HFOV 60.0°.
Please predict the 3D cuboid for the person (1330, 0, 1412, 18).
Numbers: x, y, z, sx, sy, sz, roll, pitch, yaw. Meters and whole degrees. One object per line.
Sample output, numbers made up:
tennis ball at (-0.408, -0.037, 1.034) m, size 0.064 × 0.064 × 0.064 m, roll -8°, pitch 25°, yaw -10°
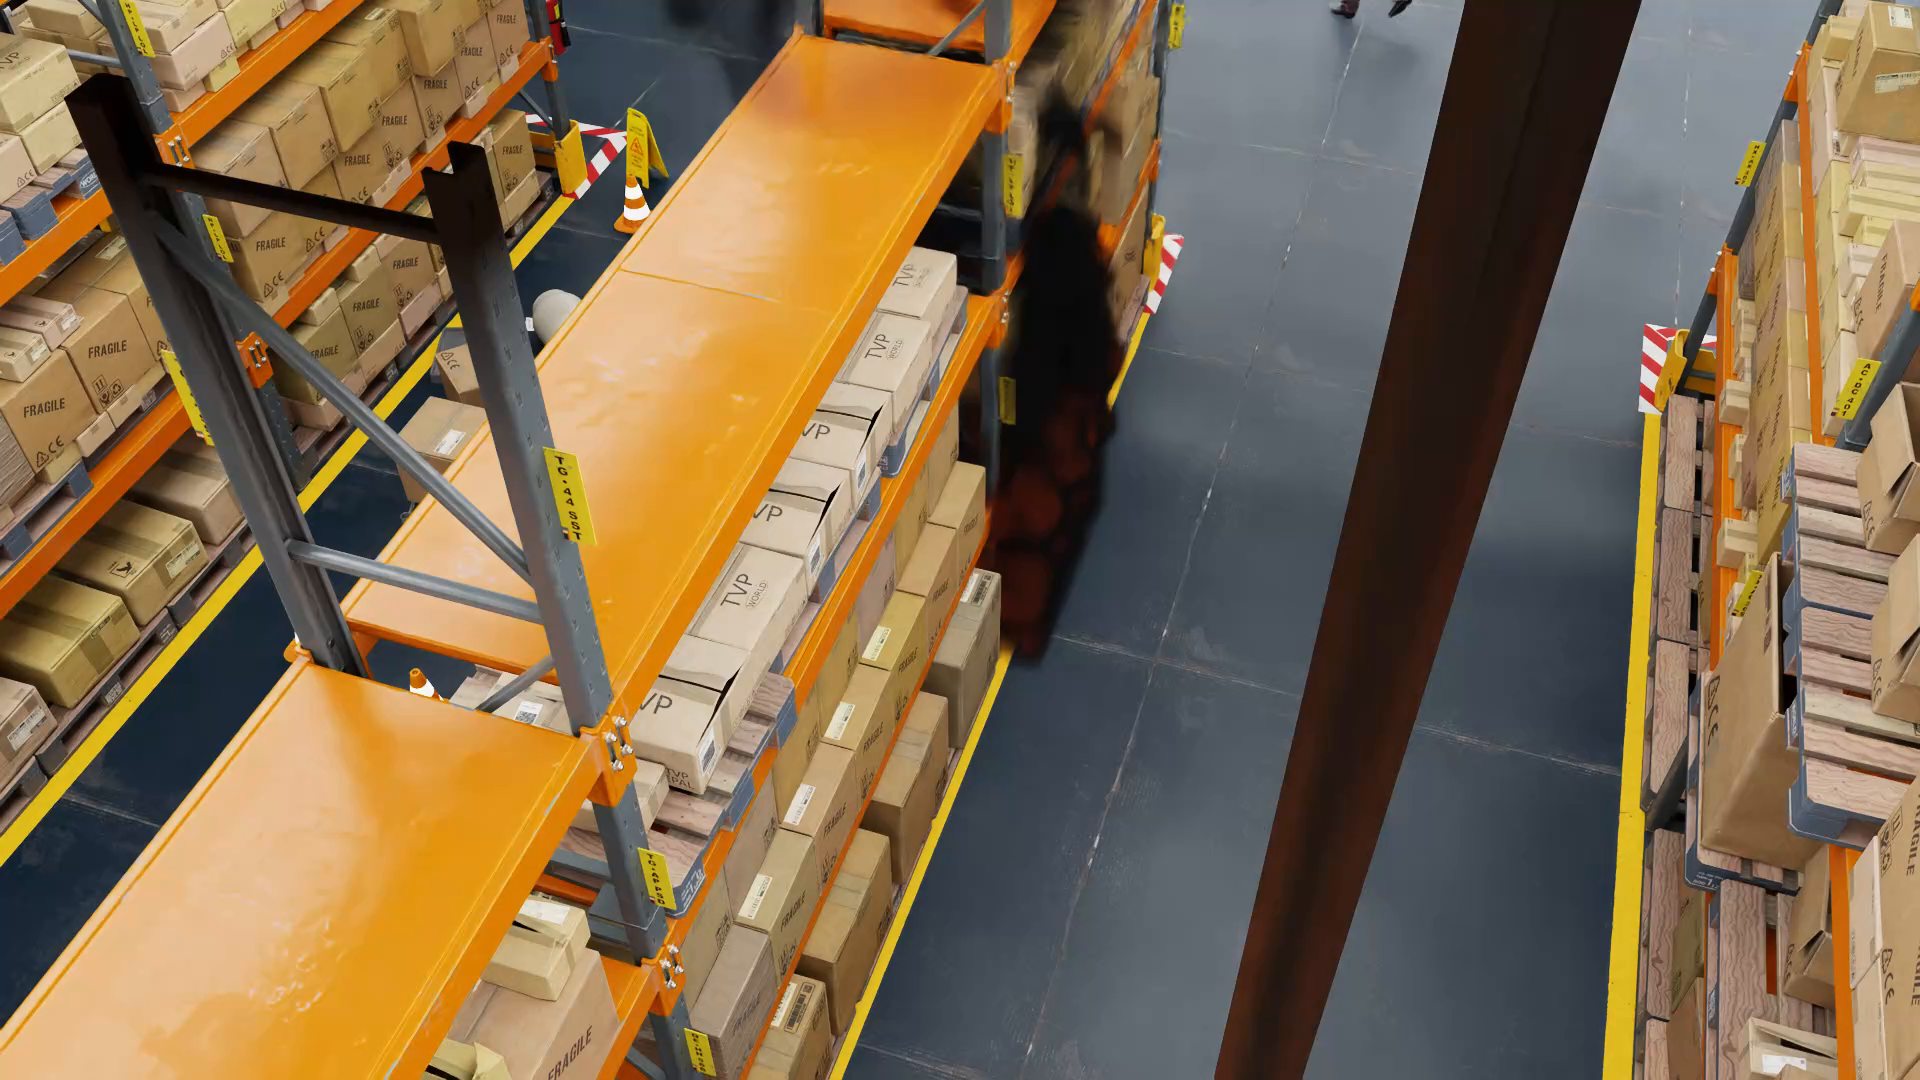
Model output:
person at (3.890, -5.569, 15.401) m, size 0.670 × 1.704 × 0.831 m, roll -32°, pitch 54°, yaw -27°
